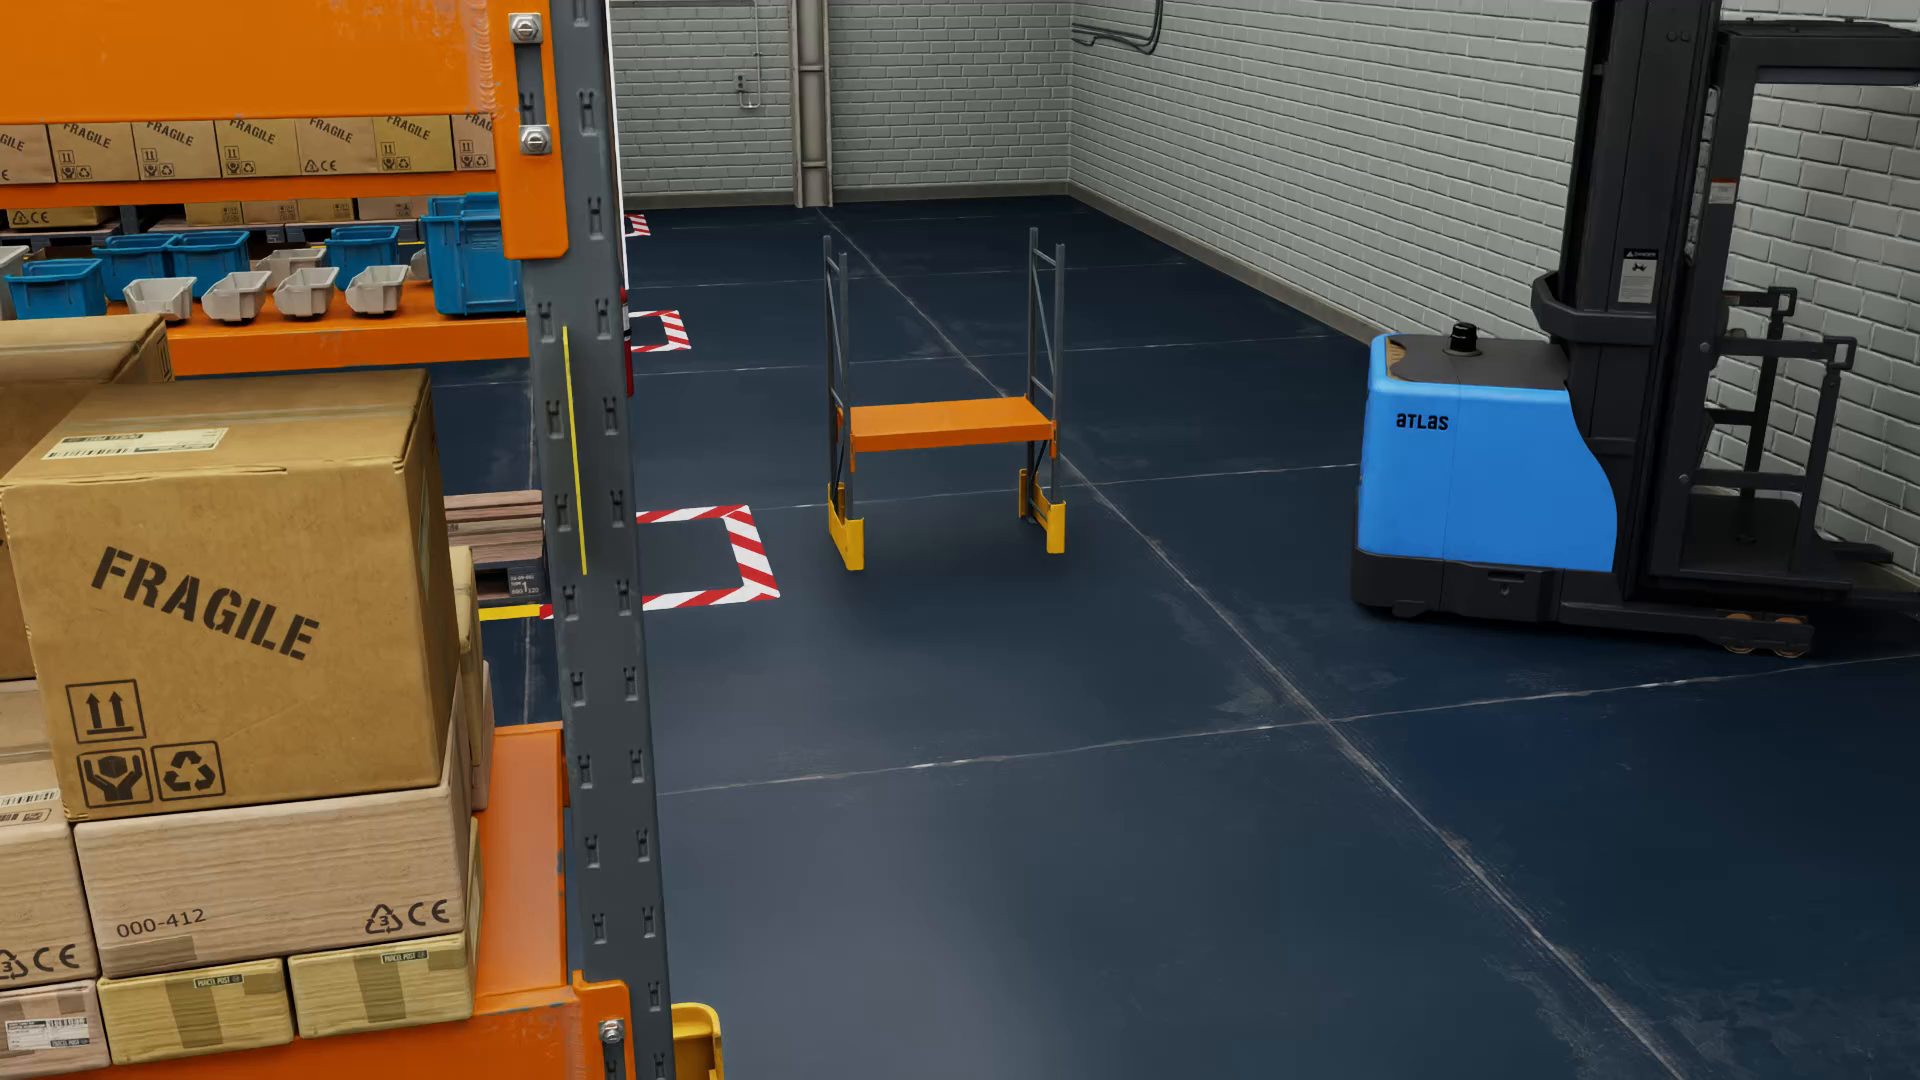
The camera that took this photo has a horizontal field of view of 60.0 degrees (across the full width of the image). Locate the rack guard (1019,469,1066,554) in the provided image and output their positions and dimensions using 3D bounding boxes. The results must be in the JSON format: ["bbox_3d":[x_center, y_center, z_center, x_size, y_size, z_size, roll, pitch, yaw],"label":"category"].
[{"bbox_3d":[0.410,-0.151,8.363,0.087,0.250,0.587,-5,21,-12],"label":"rack guard"}]

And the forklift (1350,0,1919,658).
[{"bbox_3d":[3.315,-1.084,7.011,3.031,2.935,1.130,5,21,12],"label":"forklift"}]

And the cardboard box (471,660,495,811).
[{"bbox_3d":[-1.054,0.388,3.259,0.250,0.149,0.380,-4,21,-12],"label":"cardboard box"}]

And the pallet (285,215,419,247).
[{"bbox_3d":[-5.998,-3.127,16.545,1.213,0.211,1.003,-5,21,-12],"label":"pallet"}]

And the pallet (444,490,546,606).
[{"bbox_3d":[-2.584,0.056,7.854,1.213,0.211,1.003,-5,21,-12],"label":"pallet"}]

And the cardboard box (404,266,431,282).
[{"bbox_3d":[-3.990,-1.892,12.475,0.500,0.250,0.500,-5,21,-12],"label":"cardboard box"}]

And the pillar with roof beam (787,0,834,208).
[{"bbox_3d":[-0.633,-6.501,12.978,0.400,9.000,9.100,-5,21,-12],"label":"pillar with roof beam"}]

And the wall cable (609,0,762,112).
[{"bbox_3d":[-3.024,-5.517,17.537,1.851,1.984,0.084,-5,21,-12],"label":"wall cable"}]

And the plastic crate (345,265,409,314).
[{"bbox_3d":[-2.525,-1.085,7.211,0.243,0.136,0.396,-5,21,-12],"label":"plastic crate"}]

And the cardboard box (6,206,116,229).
[{"bbox_3d":[-8.548,-3.398,15.744,0.750,0.750,0.750,-4,21,-12],"label":"cardboard box"}]

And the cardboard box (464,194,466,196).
[{"bbox_3d":[-4.711,-3.556,16.685,0.500,0.500,0.700,-5,21,-12],"label":"cardboard box"}]

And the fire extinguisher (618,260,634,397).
[{"bbox_3d":[-1.521,-0.954,7.212,0.183,0.674,0.296,-5,21,-12],"label":"fire extinguisher"}]

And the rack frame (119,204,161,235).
[{"bbox_3d":[-7.945,-4.305,15.706,0.127,3.000,1.000,-5,21,-12],"label":"rack frame"}]

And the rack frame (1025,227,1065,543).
[{"bbox_3d":[0.412,-0.738,8.148,0.032,1.500,0.500,-5,21,-12],"label":"rack frame"}]

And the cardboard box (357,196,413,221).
[{"bbox_3d":[-5.687,-3.477,16.468,0.500,0.500,0.700,-5,21,-14],"label":"cardboard box"}]

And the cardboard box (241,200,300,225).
[{"bbox_3d":[-6.704,-3.392,16.237,0.500,0.500,0.700,-5,21,-13],"label":"cardboard box"}]

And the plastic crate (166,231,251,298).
[{"bbox_3d":[-3.370,-1.241,7.499,0.300,0.233,0.416,-5,21,-12],"label":"plastic crate"}]

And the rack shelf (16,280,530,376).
[{"bbox_3d":[-3.719,-0.809,7.209,4.000,0.370,1.077,-5,21,-12],"label":"rack shelf"}]

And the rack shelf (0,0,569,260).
[{"bbox_3d":[-2.579,-0.560,2.167,4.000,0.370,1.077,-5,21,-12],"label":"rack shelf"}]

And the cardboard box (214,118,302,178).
[{"bbox_3d":[-4.763,-2.764,11.355,0.500,0.500,0.500,-5,21,-13],"label":"cardboard box"}]

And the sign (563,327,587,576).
[{"bbox_3d":[-0.522,-0.120,2.253,0.005,0.325,0.100,-5,21,-12],"label":"sign"}]

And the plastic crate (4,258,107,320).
[{"bbox_3d":[-3.712,-1.007,6.858,0.300,0.233,0.416,-5,21,-12],"label":"plastic crate"}]

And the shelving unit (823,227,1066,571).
[{"bbox_3d":[-0.074,-0.698,8.040,1.083,1.500,0.587,-5,21,-12],"label":"shelving unit"}]

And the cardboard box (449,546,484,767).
[{"bbox_3d":[-1.162,0.231,3.109,0.500,0.250,0.500,-5,21,-14],"label":"cardboard box"}]

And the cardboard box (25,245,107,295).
[{"bbox_3d":[-6.312,-1.820,11.917,0.500,0.500,0.500,-5,21,-12],"label":"cardboard box"}]

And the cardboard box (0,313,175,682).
[{"bbox_3d":[-1.649,-0.082,2.872,0.500,0.500,0.500,-5,21,-14],"label":"cardboard box"}]

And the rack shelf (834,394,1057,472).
[{"bbox_3d":[-0.083,-0.529,8.100,1.000,0.185,0.538,-5,21,-12],"label":"rack shelf"}]

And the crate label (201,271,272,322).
[{"bbox_3d":[-3.075,-1.036,7.079,0.243,0.136,0.396,-5,21,-12],"label":"crate label"}]

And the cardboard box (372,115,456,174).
[{"bbox_3d":[-3.786,-2.842,11.566,0.500,0.500,0.500,-4,21,-12],"label":"cardboard box"}]

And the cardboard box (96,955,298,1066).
[{"bbox_3d":[-1.156,0.630,2.599,0.250,0.149,0.380,-4,21,-12],"label":"cardboard box"}]

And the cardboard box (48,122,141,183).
[{"bbox_3d":[-5.745,-2.685,11.138,0.500,0.500,0.500,-4,21,-12],"label":"cardboard box"}]

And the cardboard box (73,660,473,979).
[{"bbox_3d":[-1.044,0.410,2.619,0.500,0.250,0.500,-5,21,-13],"label":"cardboard box"}]

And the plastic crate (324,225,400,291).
[{"bbox_3d":[-2.729,-1.294,7.641,0.300,0.233,0.416,-5,21,-12],"label":"plastic crate"}]

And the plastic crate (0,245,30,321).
[{"bbox_3d":[-4.137,-1.021,6.825,0.530,0.282,0.437,-5,21,-12],"label":"plastic crate"}]
